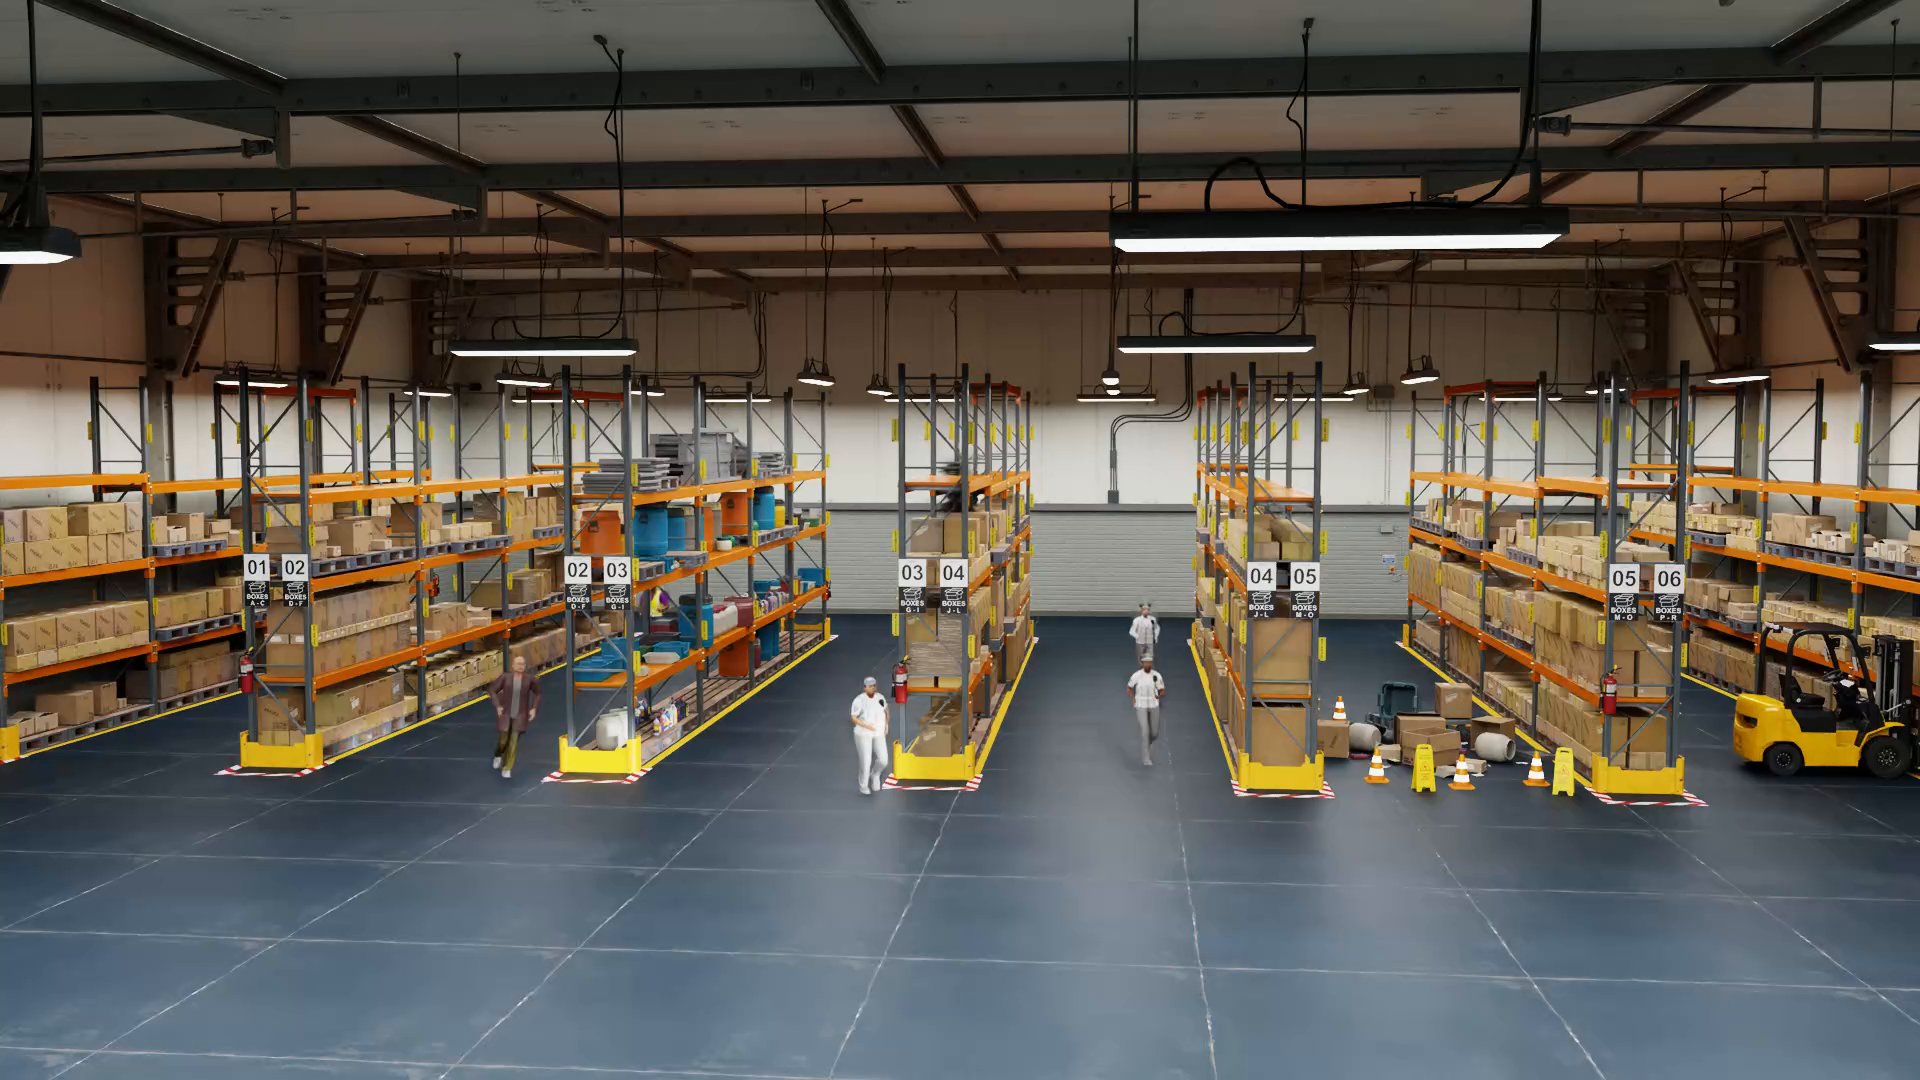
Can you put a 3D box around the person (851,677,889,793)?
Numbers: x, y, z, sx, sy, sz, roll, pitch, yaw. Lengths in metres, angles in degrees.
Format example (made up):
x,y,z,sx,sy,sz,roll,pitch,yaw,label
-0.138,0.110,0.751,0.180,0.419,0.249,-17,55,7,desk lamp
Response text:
x,y,z,sx,sy,sz,roll,pitch,yaw,label
-1.203,2.705,23.029,0.631,1.630,0.583,-2,4,-26,person

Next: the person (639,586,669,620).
x,y,z,sx,sy,sz,roll,pitch,yaw,label
-6.898,1.736,37.398,0.702,1.734,0.689,0,4,2,person

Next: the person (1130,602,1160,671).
x,y,z,sx,sy,sz,roll,pitch,yaw,label
3.652,2.053,32.720,0.618,1.669,0.890,0,4,-1,person

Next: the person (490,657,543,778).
x,y,z,sx,sy,sz,roll,pitch,yaw,label
-6.501,2.572,24.404,0.751,1.733,0.696,-1,4,-18,person

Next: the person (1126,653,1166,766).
x,y,z,sx,sy,sz,roll,pitch,yaw,label
2.836,2.541,25.280,0.588,1.669,0.815,0,4,-4,person
